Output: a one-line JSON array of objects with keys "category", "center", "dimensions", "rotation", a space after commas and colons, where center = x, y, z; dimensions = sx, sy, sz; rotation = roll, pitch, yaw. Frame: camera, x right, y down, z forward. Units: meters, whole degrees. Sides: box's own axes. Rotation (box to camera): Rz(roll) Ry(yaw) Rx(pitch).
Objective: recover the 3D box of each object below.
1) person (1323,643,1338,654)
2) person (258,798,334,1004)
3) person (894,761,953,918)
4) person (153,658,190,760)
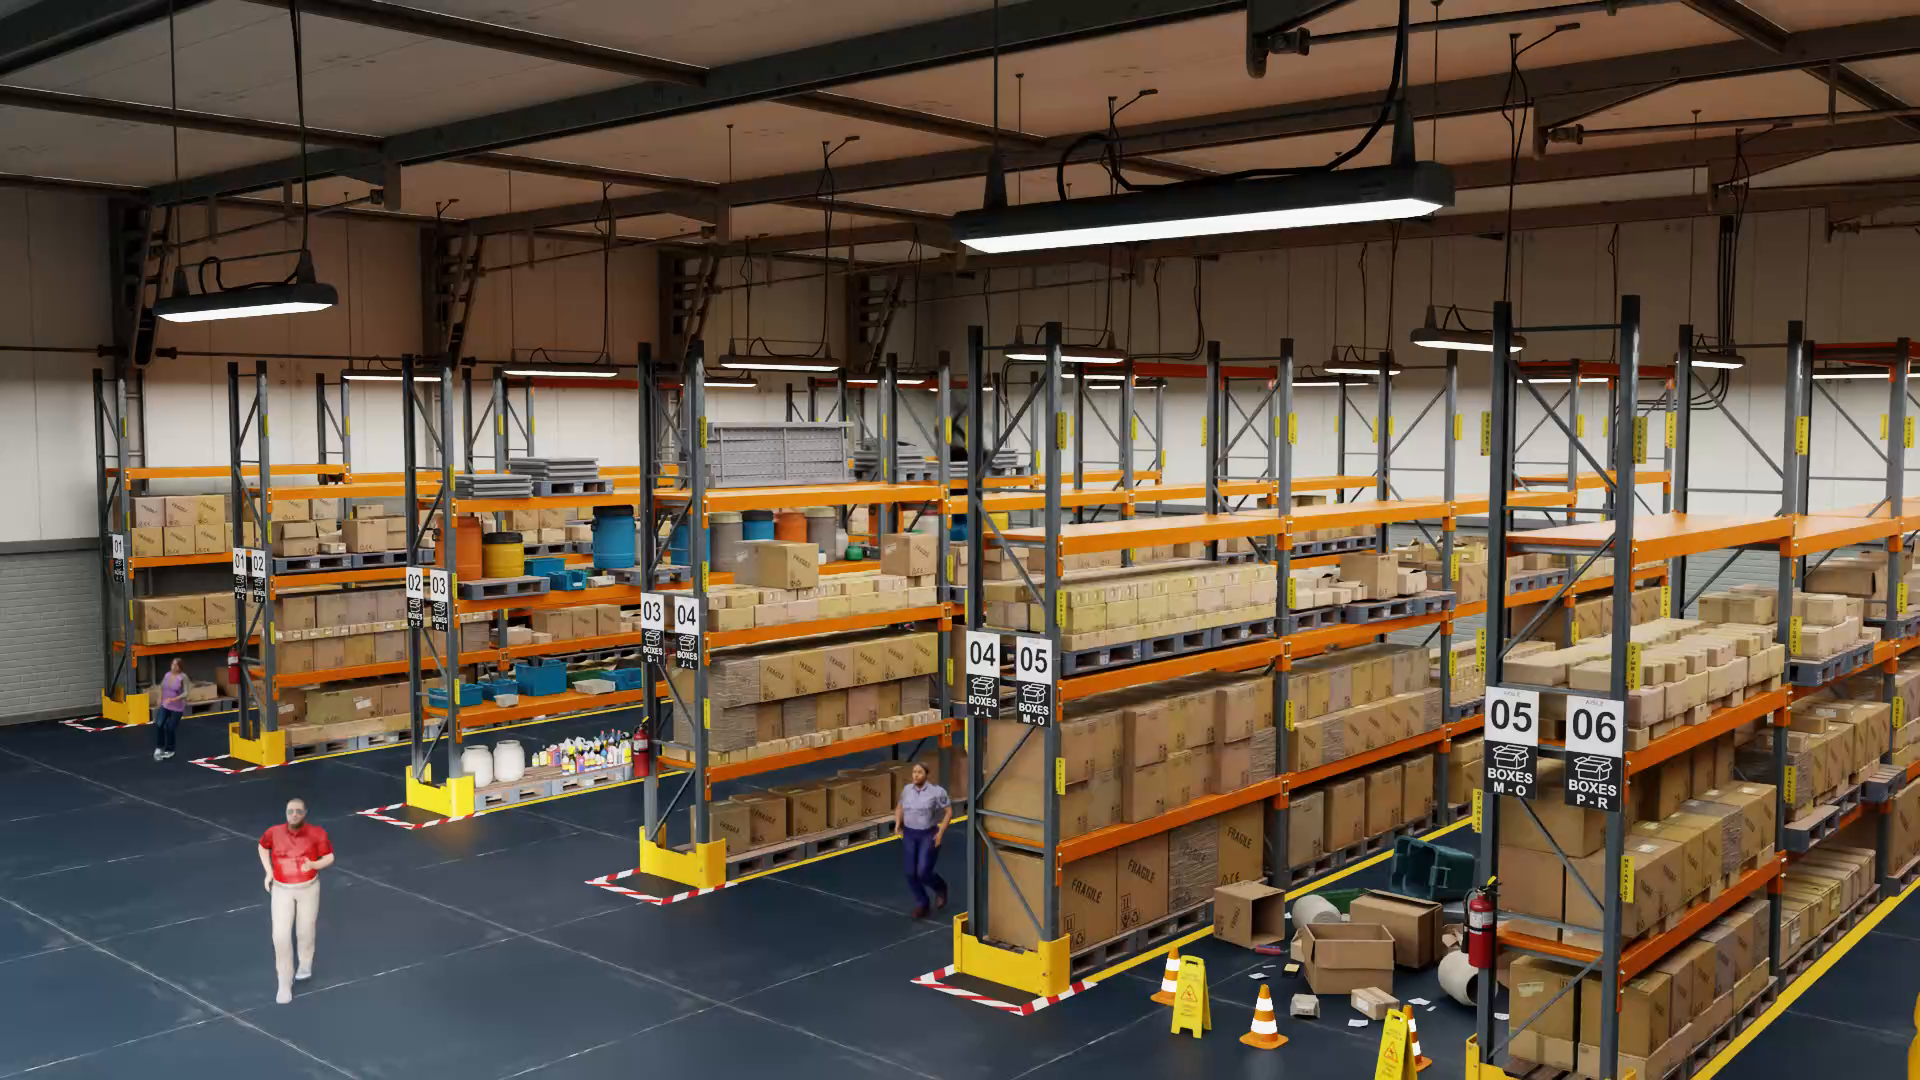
[{"category": "person", "center": [5.780, 2.401, 26.072], "dimensions": [0.617, 1.707, 0.922], "rotation": [3, 5, 40]}, {"category": "person", "center": [-5.971, 3.215, 14.983], "dimensions": [0.642, 1.802, 0.813], "rotation": [-2, 4, -20]}, {"category": "person", "center": [-0.413, 3.107, 17.248], "dimensions": [0.623, 1.594, 0.510], "rotation": [2, 5, 28]}, {"category": "person", "center": [-11.841, 2.537, 24.996], "dimensions": [0.532, 1.536, 0.608], "rotation": [0, 4, -3]}]
